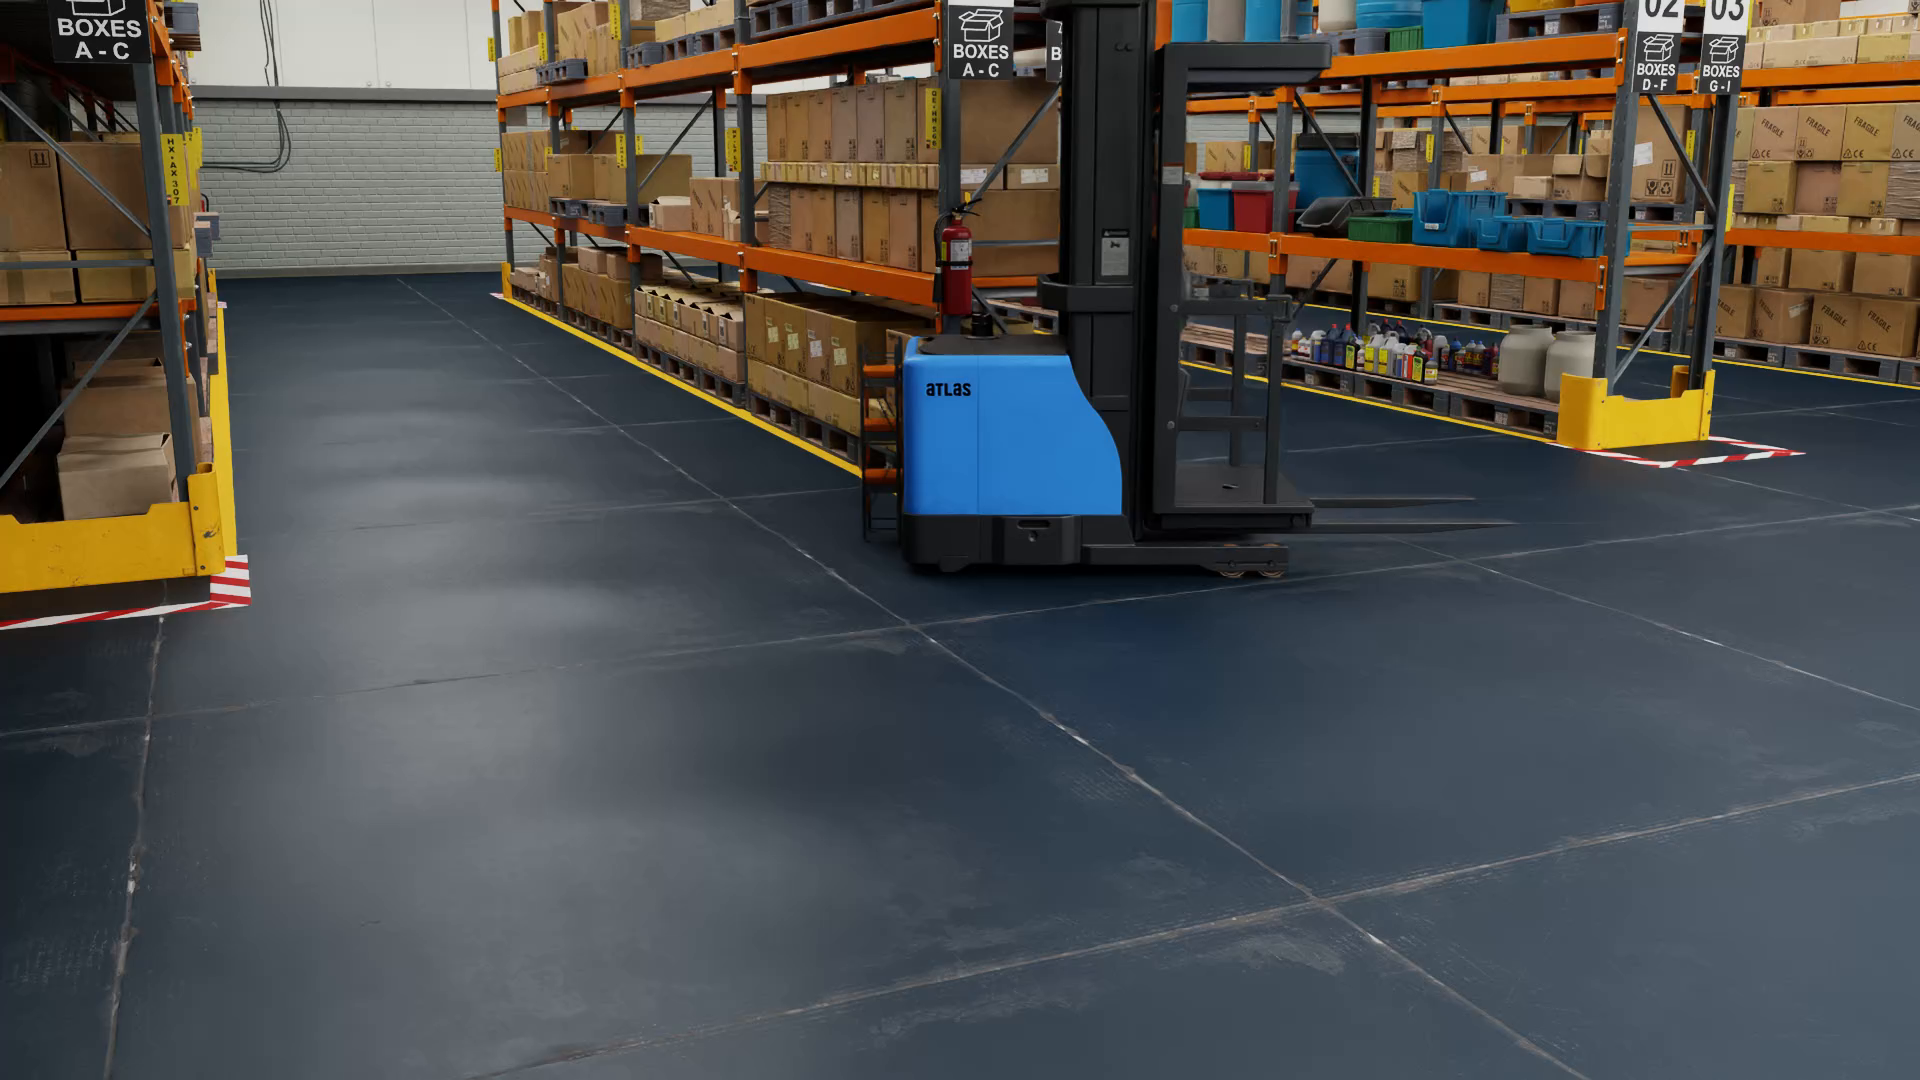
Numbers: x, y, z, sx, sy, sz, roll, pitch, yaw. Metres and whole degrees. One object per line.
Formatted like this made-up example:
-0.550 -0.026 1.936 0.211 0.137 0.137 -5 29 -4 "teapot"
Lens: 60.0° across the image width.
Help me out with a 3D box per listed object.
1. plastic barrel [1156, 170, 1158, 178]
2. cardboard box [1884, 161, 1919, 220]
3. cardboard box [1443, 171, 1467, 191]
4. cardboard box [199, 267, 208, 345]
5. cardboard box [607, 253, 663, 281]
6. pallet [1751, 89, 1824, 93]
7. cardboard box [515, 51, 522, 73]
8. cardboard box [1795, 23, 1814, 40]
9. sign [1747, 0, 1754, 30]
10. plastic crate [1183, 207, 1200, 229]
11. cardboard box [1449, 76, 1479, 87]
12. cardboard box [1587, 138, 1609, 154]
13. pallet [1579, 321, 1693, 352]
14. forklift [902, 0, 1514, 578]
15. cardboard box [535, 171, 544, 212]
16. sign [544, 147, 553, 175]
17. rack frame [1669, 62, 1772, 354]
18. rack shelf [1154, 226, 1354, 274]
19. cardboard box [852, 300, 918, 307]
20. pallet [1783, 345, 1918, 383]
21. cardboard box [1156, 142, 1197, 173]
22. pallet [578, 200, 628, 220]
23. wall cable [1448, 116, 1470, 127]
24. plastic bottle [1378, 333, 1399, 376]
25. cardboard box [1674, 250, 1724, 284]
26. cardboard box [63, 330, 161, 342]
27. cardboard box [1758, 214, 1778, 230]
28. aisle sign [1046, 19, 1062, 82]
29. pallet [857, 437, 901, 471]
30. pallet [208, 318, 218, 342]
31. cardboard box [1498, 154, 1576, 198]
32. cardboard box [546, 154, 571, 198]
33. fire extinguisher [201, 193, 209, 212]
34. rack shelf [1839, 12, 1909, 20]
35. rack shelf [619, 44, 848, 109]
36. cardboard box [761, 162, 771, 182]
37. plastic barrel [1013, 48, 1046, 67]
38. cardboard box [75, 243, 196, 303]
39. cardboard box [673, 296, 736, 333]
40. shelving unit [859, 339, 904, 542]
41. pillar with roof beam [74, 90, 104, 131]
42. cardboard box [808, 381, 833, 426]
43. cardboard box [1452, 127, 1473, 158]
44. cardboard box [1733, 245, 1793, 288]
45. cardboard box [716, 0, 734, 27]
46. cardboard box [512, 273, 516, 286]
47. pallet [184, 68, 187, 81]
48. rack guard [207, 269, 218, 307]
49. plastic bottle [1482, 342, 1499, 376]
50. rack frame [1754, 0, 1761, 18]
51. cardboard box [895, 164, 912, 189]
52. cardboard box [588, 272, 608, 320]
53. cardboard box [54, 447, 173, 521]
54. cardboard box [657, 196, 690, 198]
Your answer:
2.158 -3.808 18.371 0.600 0.536 0.708 -6 14 -23 "plastic barrel"
8.772 -3.115 14.793 0.875 0.500 0.500 -6 14 -23 "cardboard box"
6.288 -4.432 21.144 0.500 0.500 0.500 -5 14 -21 "cardboard box"
-7.557 -2.237 15.718 0.750 0.750 0.750 -6 14 -24 "cardboard box"
-3.461 -2.909 17.692 0.500 0.250 0.500 -5 14 -21 "cardboard box"
11.125 -5.926 21.589 1.213 0.211 1.003 -5 14 -20 "pallet"
-5.486 -6.209 21.615 0.500 0.250 0.500 -6 14 -23 "cardboard box"
8.079 -4.765 15.603 0.380 0.149 0.250 -5 14 -21 "cardboard box"
5.405 -3.672 11.412 0.100 0.325 0.005 -6 14 -23 "sign"
2.341 -3.215 16.580 0.450 0.188 0.662 -6 14 -23 "plastic crate"
6.188 -5.526 19.775 0.500 0.250 0.500 -5 14 -22 "cardboard box"
12.040 -7.217 30.960 0.500 0.500 0.500 -6 14 -24 "cardboard box"
7.522 -2.234 18.053 1.003 0.211 1.213 -6 14 -23 "pallet"
1.227 -1.363 8.260 3.031 2.935 1.130 0 13 -1 "forklift"
-5.091 -4.426 21.117 0.500 0.500 0.500 -5 14 -21 "cardboard box"
-4.942 -4.562 20.007 0.100 0.325 0.005 -6 14 -23 "sign"
7.835 -3.432 17.044 1.000 3.000 0.127 -6 14 -23 "rack frame"
2.496 -3.047 16.978 1.077 0.370 4.000 -6 14 -23 "rack shelf"
-0.464 -1.485 12.135 0.500 0.500 0.500 -6 14 -23 "cardboard box"
8.629 -1.685 15.682 1.003 0.211 1.213 -6 14 -23 "pallet"
3.387 -6.015 26.215 0.500 0.500 0.500 -6 14 -24 "cardboard box"
-3.629 -3.672 18.508 1.003 0.211 1.213 -6 14 -23 "pallet"
11.123 -8.594 37.097 0.588 1.984 0.122 -6 14 -23 "wall cable"
3.561 -1.538 13.764 0.144 0.351 0.185 -5 14 -21 "plastic bottle"
10.315 -3.784 23.180 0.500 0.500 0.500 -6 14 -23 "cardboard box"
-6.343 -1.339 12.569 0.700 0.500 0.500 -6 14 -24 "cardboard box"
7.968 -3.085 16.103 0.380 0.149 0.250 -6 14 -23 "cardboard box"
0.666 -2.992 9.379 0.394 0.787 0.004 -6 14 -23 "aisle sign"
0.015 -0.507 10.592 1.003 0.211 1.213 -6 14 -23 "pallet"
-8.607 -2.231 18.041 1.003 0.211 1.213 -6 14 -23 "pallet"
6.801 -4.297 19.630 0.700 0.500 0.500 -3 13 -15 "cardboard box"
-4.463 -4.326 19.754 0.700 0.500 0.500 -12 18 -42 "cardboard box"
-10.225 -4.422 22.322 0.296 0.674 0.183 -6 14 -23 "fire extinguisher"
14.512 -7.944 25.717 1.077 0.370 4.000 -6 14 -23 "rack shelf"
-2.044 -4.062 14.710 1.077 0.370 4.000 -6 14 -23 "rack shelf"
-1.313 -2.829 12.782 0.380 0.149 0.250 -6 14 -23 "cardboard box"
0.847 -5.895 19.805 0.433 0.535 0.433 0 13 0 "plastic barrel"
-4.083 -1.329 8.248 0.500 0.250 0.500 -6 14 -25 "cardboard box"
-2.278 -2.048 14.989 0.500 0.311 0.500 -6 14 -24 "cardboard box"
-0.410 -0.528 8.818 0.215 1.050 0.252 0 13 3 "shelving unit"
-8.517 -8.360 25.033 9.100 9.000 0.400 -6 14 -23 "pillar with roof beam"
-0.738 -0.969 11.571 0.500 0.250 0.500 -6 14 -23 "cardboard box"
8.376 -6.478 27.109 0.500 0.500 0.500 -5 14 -21 "cardboard box"
10.980 -3.660 22.088 1.050 0.750 0.750 -6 14 -24 "cardboard box"
-1.704 -4.372 13.856 0.500 0.250 0.500 -7 15 -28 "cardboard box"
-6.097 -3.682 23.432 0.380 0.166 0.250 -6 14 -23 "cardboard box"
-9.303 -5.330 18.792 1.003 0.211 1.213 -6 14 -23 "pallet"
-10.597 -3.356 22.260 1.175 0.500 0.348 -6 14 -23 "rack guard"
4.385 -1.500 13.747 0.061 0.283 0.133 -5 14 -22 "plastic bottle"
10.818 -7.608 21.784 1.000 3.000 0.127 -6 14 -23 "rack frame"
-0.177 -2.244 10.254 0.380 0.149 0.250 -6 14 -24 "cardboard box"
-3.858 -2.747 18.656 0.500 0.500 0.500 -6 14 -25 "cardboard box"
-4.373 -0.318 8.581 0.500 0.311 0.500 -7 15 -29 "cardboard box"
-2.740 -3.241 16.420 0.500 0.311 0.500 -5 14 -19 "cardboard box"
